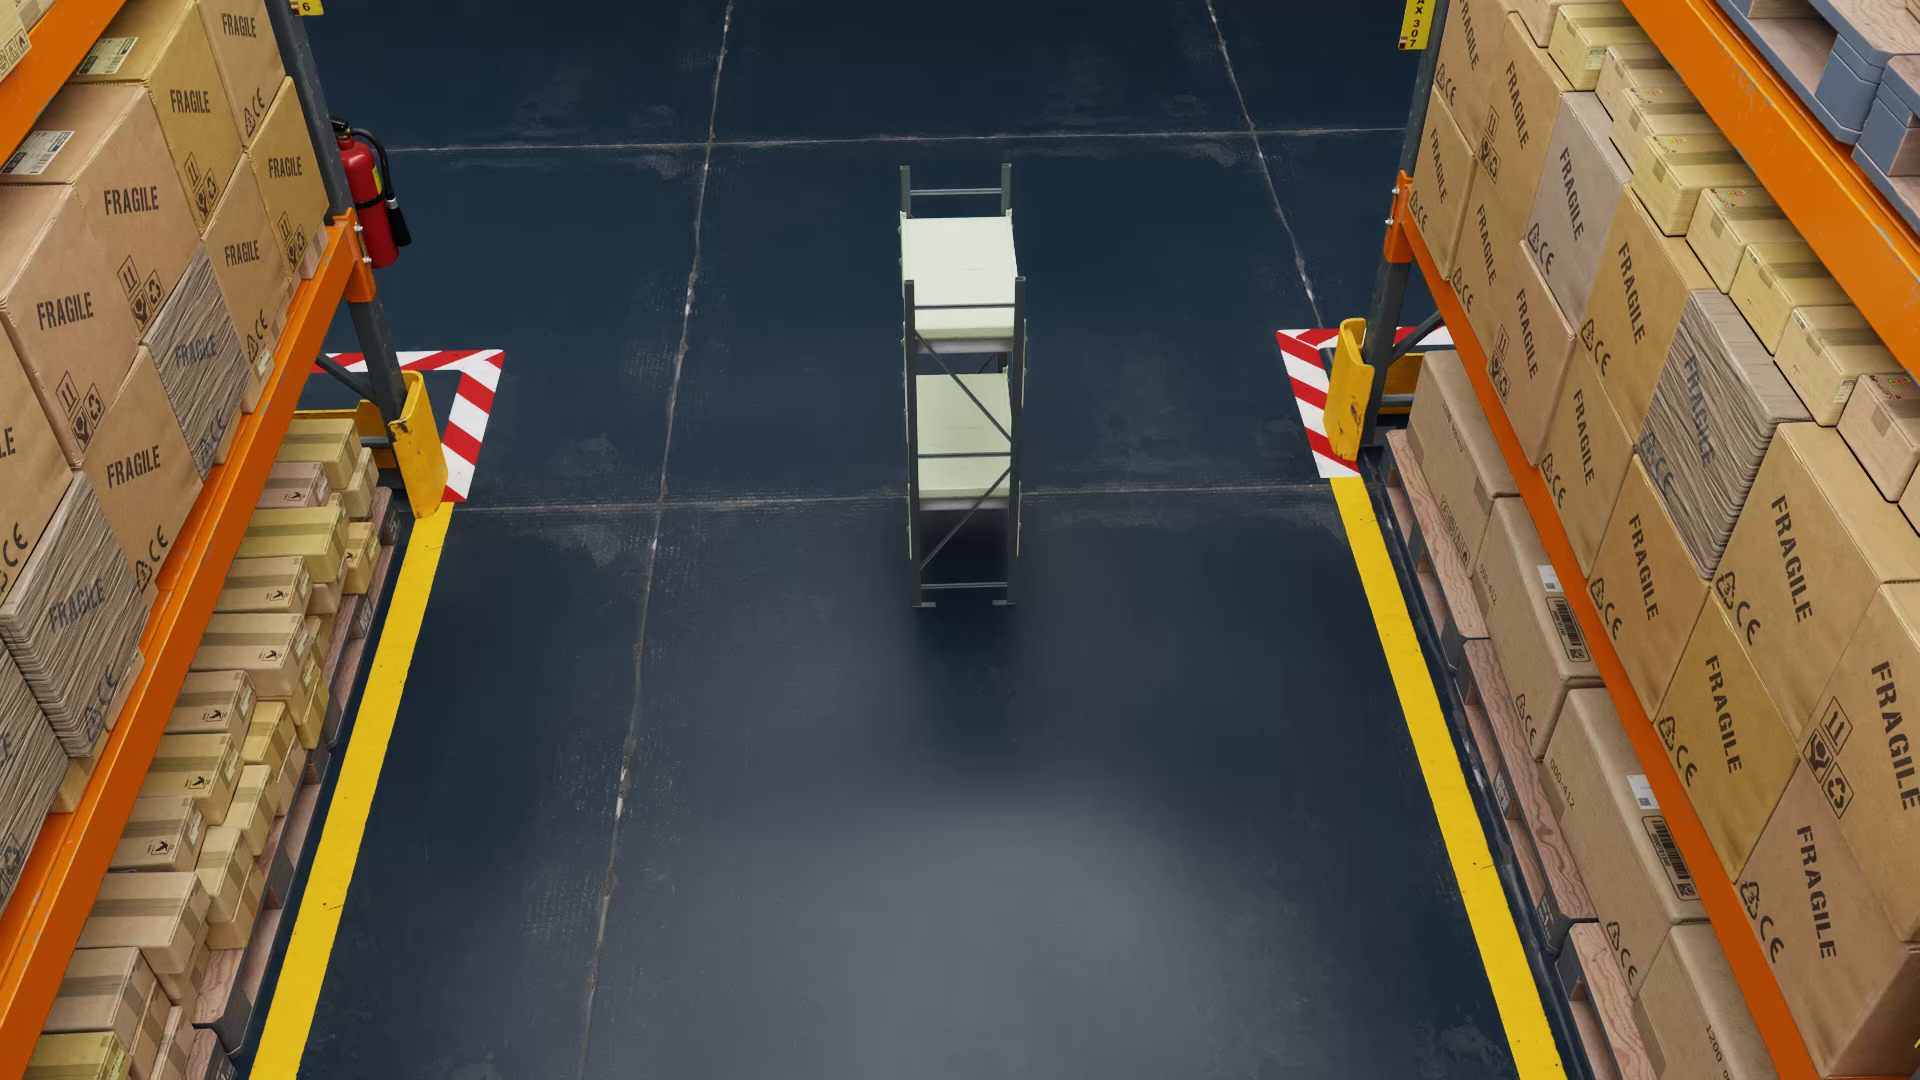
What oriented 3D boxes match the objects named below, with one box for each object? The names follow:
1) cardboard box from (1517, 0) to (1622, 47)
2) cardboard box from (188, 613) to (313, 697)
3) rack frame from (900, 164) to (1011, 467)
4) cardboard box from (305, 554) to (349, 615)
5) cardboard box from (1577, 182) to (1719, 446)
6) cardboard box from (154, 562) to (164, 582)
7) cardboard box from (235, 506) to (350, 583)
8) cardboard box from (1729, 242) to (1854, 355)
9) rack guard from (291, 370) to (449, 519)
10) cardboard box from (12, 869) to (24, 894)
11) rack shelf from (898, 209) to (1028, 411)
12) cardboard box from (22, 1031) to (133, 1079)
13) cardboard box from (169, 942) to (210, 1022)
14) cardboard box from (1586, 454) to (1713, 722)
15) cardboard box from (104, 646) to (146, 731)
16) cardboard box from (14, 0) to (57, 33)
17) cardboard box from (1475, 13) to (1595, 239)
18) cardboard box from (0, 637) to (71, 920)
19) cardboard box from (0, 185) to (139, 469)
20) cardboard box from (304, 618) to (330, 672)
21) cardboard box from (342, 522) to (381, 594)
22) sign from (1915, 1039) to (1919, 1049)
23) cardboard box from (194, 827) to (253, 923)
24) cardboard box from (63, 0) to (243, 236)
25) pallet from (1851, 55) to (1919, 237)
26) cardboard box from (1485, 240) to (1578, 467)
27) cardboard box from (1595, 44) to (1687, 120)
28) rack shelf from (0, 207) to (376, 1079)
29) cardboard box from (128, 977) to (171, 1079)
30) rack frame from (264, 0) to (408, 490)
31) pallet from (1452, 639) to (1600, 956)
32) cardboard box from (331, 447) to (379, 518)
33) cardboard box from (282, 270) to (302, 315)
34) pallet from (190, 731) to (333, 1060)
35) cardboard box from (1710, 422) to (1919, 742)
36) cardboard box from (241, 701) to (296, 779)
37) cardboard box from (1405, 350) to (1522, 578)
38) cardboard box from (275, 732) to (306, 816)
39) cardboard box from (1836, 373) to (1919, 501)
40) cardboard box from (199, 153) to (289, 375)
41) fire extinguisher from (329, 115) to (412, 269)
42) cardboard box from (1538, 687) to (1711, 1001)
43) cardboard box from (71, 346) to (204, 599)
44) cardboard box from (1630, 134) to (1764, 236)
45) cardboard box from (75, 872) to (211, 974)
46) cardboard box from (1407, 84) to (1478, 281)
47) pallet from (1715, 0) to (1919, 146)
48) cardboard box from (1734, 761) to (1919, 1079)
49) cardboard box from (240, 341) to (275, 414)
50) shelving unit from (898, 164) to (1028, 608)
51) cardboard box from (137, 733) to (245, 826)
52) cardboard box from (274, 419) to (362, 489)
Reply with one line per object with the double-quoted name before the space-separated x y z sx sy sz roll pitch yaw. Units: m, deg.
"cardboard box" 1.905 -1.601 4.983 0.380 0.149 0.250 0 43 0
"cardboard box" -2.372 0.379 5.476 0.380 0.149 0.250 0 43 0
"rack frame" -0.015 -0.795 6.508 0.400 1.500 0.023 -2 43 -2
"cardboard box" -2.422 0.138 5.958 0.380 0.149 0.250 -3 43 -4
"cardboard box" 2.004 -0.598 4.369 0.500 0.500 0.500 -1 43 -2
"cardboard box" -2.463 0.008 4.707 0.380 0.149 0.250 -1 43 -1
"cardboard box" -2.387 0.022 5.865 0.380 0.149 0.250 -3 43 -3
"cardboard box" 2.035 -0.565 3.853 0.380 0.149 0.250 -2 43 -3
"rack guard" -2.750 -0.374 6.789 1.175 0.500 0.348 -2 43 -2
"cardboard box" -2.424 0.711 3.941 0.380 0.149 0.250 -3 43 -4
"rack shelf" 0.000 -0.836 5.975 0.431 0.370 0.720 -2 43 -2
"cardboard box" -2.404 1.434 4.324 0.380 0.149 0.250 -2 43 -2
"cardboard box" -2.459 1.298 4.913 0.380 0.149 0.250 -3 43 -4
"cardboard box" 2.019 0.114 4.332 0.500 0.500 0.500 -2 43 -2
"cardboard box" -2.373 0.357 4.326 0.380 0.149 0.250 0 43 0
"cardboard box" -2.433 -1.419 3.969 0.500 0.250 0.500 0 43 0
"cardboard box" 1.952 -1.282 5.115 0.500 0.500 0.500 -3 43 -3
"cardboard box" -2.381 0.531 3.656 0.500 0.500 0.500 -2 43 -2
"cardboard box" -2.408 -0.511 4.053 0.500 0.500 0.500 -3 43 -3
"cardboard box" -2.462 0.416 5.875 0.380 0.149 0.250 -1 43 -1
"cardboard box" -2.411 0.069 6.254 0.380 0.149 0.250 0 43 0
"sign" 1.803 0.812 2.945 0.100 0.325 0.005 -2 43 -2
"cardboard box" -2.370 1.013 5.004 0.380 0.149 0.250 -2 43 -2
"cardboard box" -2.464 -1.218 4.825 0.500 0.500 0.500 -3 43 -3
"pallet" 2.333 -0.483 2.903 1.003 0.211 1.213 -2 43 -2
"cardboard box" 1.974 -0.577 5.086 0.500 0.500 0.500 -2 43 -2
"cardboard box" 1.998 -1.248 4.597 0.380 0.149 0.250 -1 43 -1
"rack shelf" -2.669 0.268 4.770 1.077 0.370 4.000 -2 43 -2
"cardboard box" -2.435 1.372 4.613 0.380 0.149 0.250 -4 43 -4
"rack frame" -2.754 -1.347 6.000 1.000 3.000 0.127 -2 43 -2
"pallet" 2.349 0.830 5.689 1.003 0.211 1.213 -2 43 -2
"cardboard box" -2.446 -0.213 6.341 0.380 0.149 0.250 -3 43 -3
"cardboard box" -2.484 -0.874 5.669 0.380 0.149 0.250 -2 43 -2
"pallet" -2.703 1.103 5.390 1.003 0.211 1.213 -2 43 -2
"cardboard box" 2.048 0.084 3.624 0.500 0.500 0.500 -2 43 -2
"cardboard box" -2.395 0.661 5.388 0.380 0.149 0.250 0 43 0
"cardboard box" 2.316 -0.325 6.470 0.875 0.438 0.875 -3 43 -3
"cardboard box" -2.397 0.772 5.487 0.380 0.149 0.250 -1 43 -1
"cardboard box" 2.094 -0.221 3.477 0.380 0.149 0.250 -2 43 -2
"cardboard box" -2.461 -0.850 5.163 0.500 0.500 0.500 -2 43 -2
"fire extinguisher" -2.303 -1.365 6.352 0.296 0.674 0.183 -2 43 -2
"cardboard box" 2.399 0.901 5.132 0.875 0.438 0.875 -3 43 -3
"cardboard box" -2.419 -0.171 4.422 0.500 0.500 0.500 0 43 0
"cardboard box" 1.950 -0.906 4.225 0.380 0.149 0.250 -3 43 -3
"cardboard box" -2.367 1.085 4.705 0.380 0.149 0.250 -1 43 -1
"cardboard box" 1.921 -1.262 5.833 0.500 0.500 0.500 -2 43 -2
"pallet" 2.284 -1.304 3.799 1.003 0.211 1.213 -2 43 -2
"cardboard box" 2.082 0.800 3.583 0.500 0.500 0.500 -1 43 -1
"cardboard box" -2.425 -0.533 5.298 0.380 0.149 0.250 -1 43 -1
"shelving unit" 0.000 -0.548 6.238 0.431 1.500 0.755 -2 43 -2
"cardboard box" -2.432 0.736 5.086 0.380 0.149 0.250 -1 43 -2
"cardboard box" -2.478 -0.320 6.238 0.380 0.149 0.250 -1 43 -1
